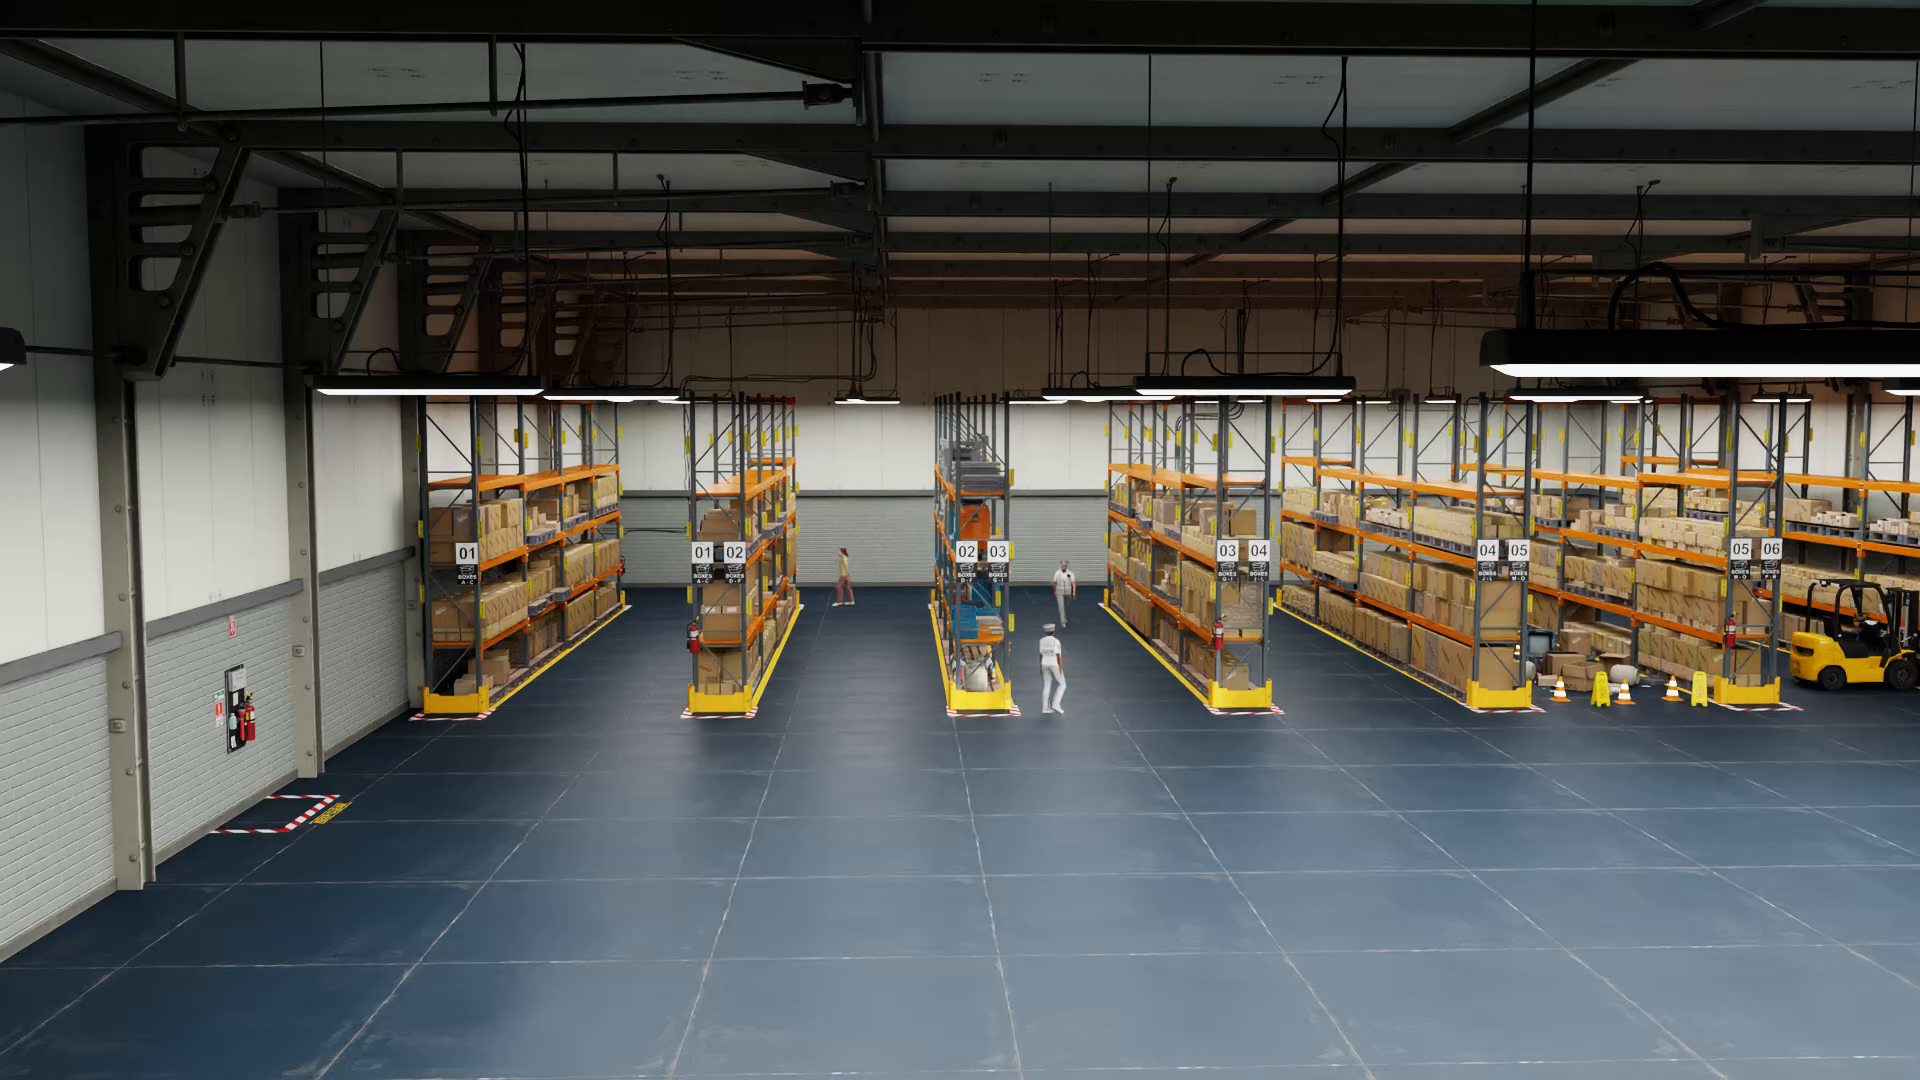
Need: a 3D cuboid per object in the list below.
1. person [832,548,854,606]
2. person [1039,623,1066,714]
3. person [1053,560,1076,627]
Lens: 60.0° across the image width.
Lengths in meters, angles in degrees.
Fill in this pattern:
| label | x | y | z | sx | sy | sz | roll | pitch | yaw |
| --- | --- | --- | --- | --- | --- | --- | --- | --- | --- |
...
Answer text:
| label | x | y | z | sx | sy | sz | roll | pitch | yaw |
| --- | --- | --- | --- | --- | --- | --- | --- | --- | --- |
| person | -3.374 | 1.059 | 47.935 | 0.656 | 1.681 | 0.458 | 1 | 5 | 6 |
| person | 1.678 | 2.405 | 31.050 | 0.564 | 1.674 | 0.467 | 4 | 6 | 38 |
| person | 2.732 | 1.375 | 43.389 | 0.556 | 1.704 | 1.078 | 0 | 5 | -6 |
